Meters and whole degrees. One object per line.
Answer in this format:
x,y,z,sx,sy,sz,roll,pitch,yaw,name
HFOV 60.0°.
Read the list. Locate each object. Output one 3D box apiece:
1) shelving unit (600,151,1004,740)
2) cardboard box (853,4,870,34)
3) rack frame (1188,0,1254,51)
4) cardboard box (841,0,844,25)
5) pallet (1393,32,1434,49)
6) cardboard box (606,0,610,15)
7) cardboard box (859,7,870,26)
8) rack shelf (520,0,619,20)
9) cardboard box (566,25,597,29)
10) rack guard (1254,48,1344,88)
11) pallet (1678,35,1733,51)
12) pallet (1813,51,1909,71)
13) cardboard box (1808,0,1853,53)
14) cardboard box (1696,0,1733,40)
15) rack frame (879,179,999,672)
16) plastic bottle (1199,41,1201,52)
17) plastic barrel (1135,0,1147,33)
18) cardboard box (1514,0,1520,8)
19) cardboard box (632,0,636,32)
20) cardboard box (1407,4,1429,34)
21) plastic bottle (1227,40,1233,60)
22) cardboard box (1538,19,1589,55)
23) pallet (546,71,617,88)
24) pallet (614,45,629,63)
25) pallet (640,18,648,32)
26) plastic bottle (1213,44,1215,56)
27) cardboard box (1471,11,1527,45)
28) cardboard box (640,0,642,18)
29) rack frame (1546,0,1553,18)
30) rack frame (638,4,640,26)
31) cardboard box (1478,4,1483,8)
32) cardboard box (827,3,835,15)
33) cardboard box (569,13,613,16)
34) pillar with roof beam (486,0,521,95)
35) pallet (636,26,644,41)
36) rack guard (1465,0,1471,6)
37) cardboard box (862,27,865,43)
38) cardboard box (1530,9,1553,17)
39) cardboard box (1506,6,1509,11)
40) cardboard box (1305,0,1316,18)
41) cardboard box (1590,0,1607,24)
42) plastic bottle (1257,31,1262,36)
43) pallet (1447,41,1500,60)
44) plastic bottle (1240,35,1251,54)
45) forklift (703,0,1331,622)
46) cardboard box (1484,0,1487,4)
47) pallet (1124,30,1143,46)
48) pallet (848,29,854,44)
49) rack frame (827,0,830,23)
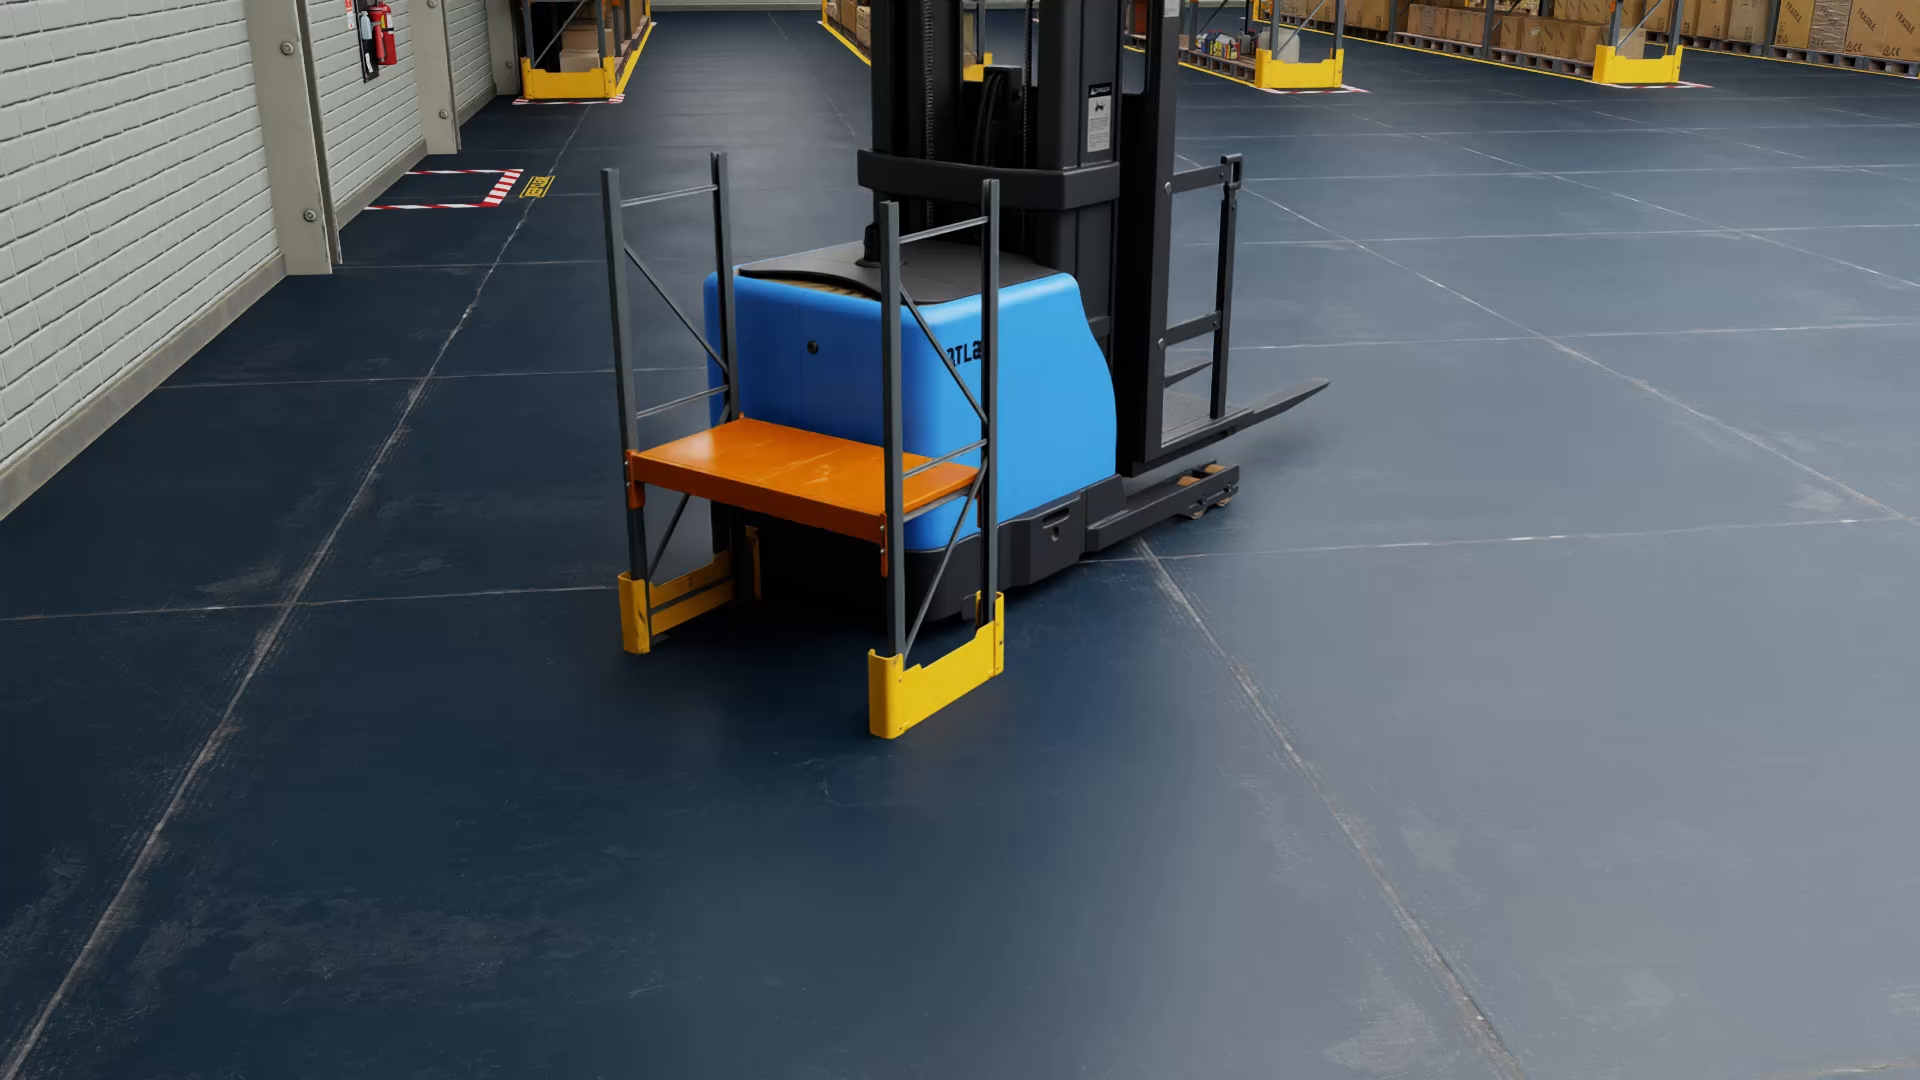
-0.469,-0.328,4.949,1.083,1.500,0.587,14,25,33,shelving unit
-1.691,-9.530,30.389,0.500,0.500,0.500,-2,21,-6,cardboard box
4.155,-9.047,26.151,1.000,3.000,0.127,-3,21,-8,rack frame
-2.072,-10.423,32.781,0.500,0.500,0.500,-4,21,-10,cardboard box
8.591,-9.105,30.291,1.003,0.211,1.213,-3,21,-8,pallet
-5.971,-8.693,27.077,0.500,0.250,0.500,-3,21,-8,cardboard box
-1.455,-8.977,28.492,0.500,0.311,0.500,-3,21,-9,cardboard box
-5.360,-7.518,23.085,1.077,0.370,4.000,-3,21,-8,rack shelf
-5.460,-7.225,24.217,0.500,0.500,0.500,-4,21,-12,cardboard box
4.674,-6.515,22.944,1.175,0.500,0.348,-3,21,-8,rack guard
13.614,-8.892,29.722,1.003,0.211,1.213,-3,21,-8,pallet
14.190,-7.515,26.035,1.003,0.211,1.213,-3,21,-8,pallet
14.134,-8.180,26.267,0.875,0.875,0.875,-3,21,-7,cardboard box
13.665,-9.199,29.174,1.050,0.750,0.750,-3,21,-8,cardboard box
-0.047,-0.223,4.668,0.032,1.500,0.500,14,25,33,rack frame
3.796,-7.739,26.020,0.097,0.201,0.097,0,20,0,plastic bottle
3.491,-9.780,30.616,0.600,0.830,0.708,-3,21,-8,plastic barrel
12.363,-11.739,36.409,0.380,0.149,0.250,-2,21,-6,cardboard box
-6.321,-9.687,30.336,0.750,0.750,0.750,-3,21,-8,cardboard box
8.596,-9.486,30.270,0.700,0.500,0.500,-4,21,-11,cardboard box
3.998,-7.249,24.590,0.061,0.283,0.133,-2,21,-6,plastic bottle
9.331,-7.773,25.713,0.500,0.500,0.500,-5,21,-13,cardboard box
-5.165,-6.165,22.421,1.003,0.211,1.213,-3,21,-8,pallet
-5.942,-7.934,27.156,1.003,0.211,1.213,-3,21,-8,pallet
-7.013,-10.701,34.566,1.003,0.211,1.213,-3,21,-8,pallet
3.905,-7.477,25.319,0.097,0.201,0.097,0,20,0,plastic bottle
8.989,-8.545,27.752,0.700,0.500,0.500,-5,21,-12,cardboard box
-7.106,-11.317,35.202,0.700,0.500,0.500,-3,21,-8,cardboard box
12.826,-12.282,34.812,1.000,3.000,0.127,-3,21,-8,rack frame
-6.802,-11.317,32.229,1.000,3.000,0.127,-3,21,-8,rack frame
12.127,-12.244,38.185,0.380,0.149,0.250,-3,21,-8,cardboard box
-2.607,-11.495,36.008,0.500,0.250,0.500,-3,21,-8,cardboard box
-6.011,-8.366,27.271,0.700,0.500,0.500,-3,21,-8,cardboard box
-1.769,-10.388,21.169,9.100,9.000,0.400,-3,21,-8,pillar with roof beam
-6.616,-9.747,32.012,1.003,0.211,1.213,-3,21,-8,pallet
12.260,-12.469,38.887,1.175,0.500,0.348,-3,21,-8,rack guard
-1.385,-8.542,28.129,0.500,0.250,0.500,-3,21,-9,cardboard box
12.432,-11.261,35.555,0.380,0.149,0.250,-3,21,-7,cardboard box
12.312,-11.713,36.765,0.380,0.149,0.250,-3,21,-7,cardboard box
7.887,-11.500,35.157,0.875,0.875,0.875,-3,21,-8,cardboard box
12.885,-10.499,33.012,0.500,0.500,0.500,-4,21,-10,cardboard box
4.607,-7.625,25.502,0.144,0.351,0.185,-3,21,-8,plastic bottle
8.942,-8.260,28.029,1.003,0.211,1.213,-3,21,-8,pallet
4.418,-7.686,25.771,0.152,0.276,0.135,-3,21,-8,plastic bottle
0.452,-1.552,6.183,1.130,2.935,3.031,16,26,37,forklift
12.107,-12.200,37.644,0.380,0.149,0.250,-2,21,-6,cardboard box
3.423,-9.396,31.072,1.003,0.211,1.213,-3,21,-8,pallet
-1.567,-9.559,31.507,1.003,0.211,1.213,-3,21,-8,pallet
-2.477,-12.953,36.610,1.000,3.000,0.127,-3,21,-8,rack frame
